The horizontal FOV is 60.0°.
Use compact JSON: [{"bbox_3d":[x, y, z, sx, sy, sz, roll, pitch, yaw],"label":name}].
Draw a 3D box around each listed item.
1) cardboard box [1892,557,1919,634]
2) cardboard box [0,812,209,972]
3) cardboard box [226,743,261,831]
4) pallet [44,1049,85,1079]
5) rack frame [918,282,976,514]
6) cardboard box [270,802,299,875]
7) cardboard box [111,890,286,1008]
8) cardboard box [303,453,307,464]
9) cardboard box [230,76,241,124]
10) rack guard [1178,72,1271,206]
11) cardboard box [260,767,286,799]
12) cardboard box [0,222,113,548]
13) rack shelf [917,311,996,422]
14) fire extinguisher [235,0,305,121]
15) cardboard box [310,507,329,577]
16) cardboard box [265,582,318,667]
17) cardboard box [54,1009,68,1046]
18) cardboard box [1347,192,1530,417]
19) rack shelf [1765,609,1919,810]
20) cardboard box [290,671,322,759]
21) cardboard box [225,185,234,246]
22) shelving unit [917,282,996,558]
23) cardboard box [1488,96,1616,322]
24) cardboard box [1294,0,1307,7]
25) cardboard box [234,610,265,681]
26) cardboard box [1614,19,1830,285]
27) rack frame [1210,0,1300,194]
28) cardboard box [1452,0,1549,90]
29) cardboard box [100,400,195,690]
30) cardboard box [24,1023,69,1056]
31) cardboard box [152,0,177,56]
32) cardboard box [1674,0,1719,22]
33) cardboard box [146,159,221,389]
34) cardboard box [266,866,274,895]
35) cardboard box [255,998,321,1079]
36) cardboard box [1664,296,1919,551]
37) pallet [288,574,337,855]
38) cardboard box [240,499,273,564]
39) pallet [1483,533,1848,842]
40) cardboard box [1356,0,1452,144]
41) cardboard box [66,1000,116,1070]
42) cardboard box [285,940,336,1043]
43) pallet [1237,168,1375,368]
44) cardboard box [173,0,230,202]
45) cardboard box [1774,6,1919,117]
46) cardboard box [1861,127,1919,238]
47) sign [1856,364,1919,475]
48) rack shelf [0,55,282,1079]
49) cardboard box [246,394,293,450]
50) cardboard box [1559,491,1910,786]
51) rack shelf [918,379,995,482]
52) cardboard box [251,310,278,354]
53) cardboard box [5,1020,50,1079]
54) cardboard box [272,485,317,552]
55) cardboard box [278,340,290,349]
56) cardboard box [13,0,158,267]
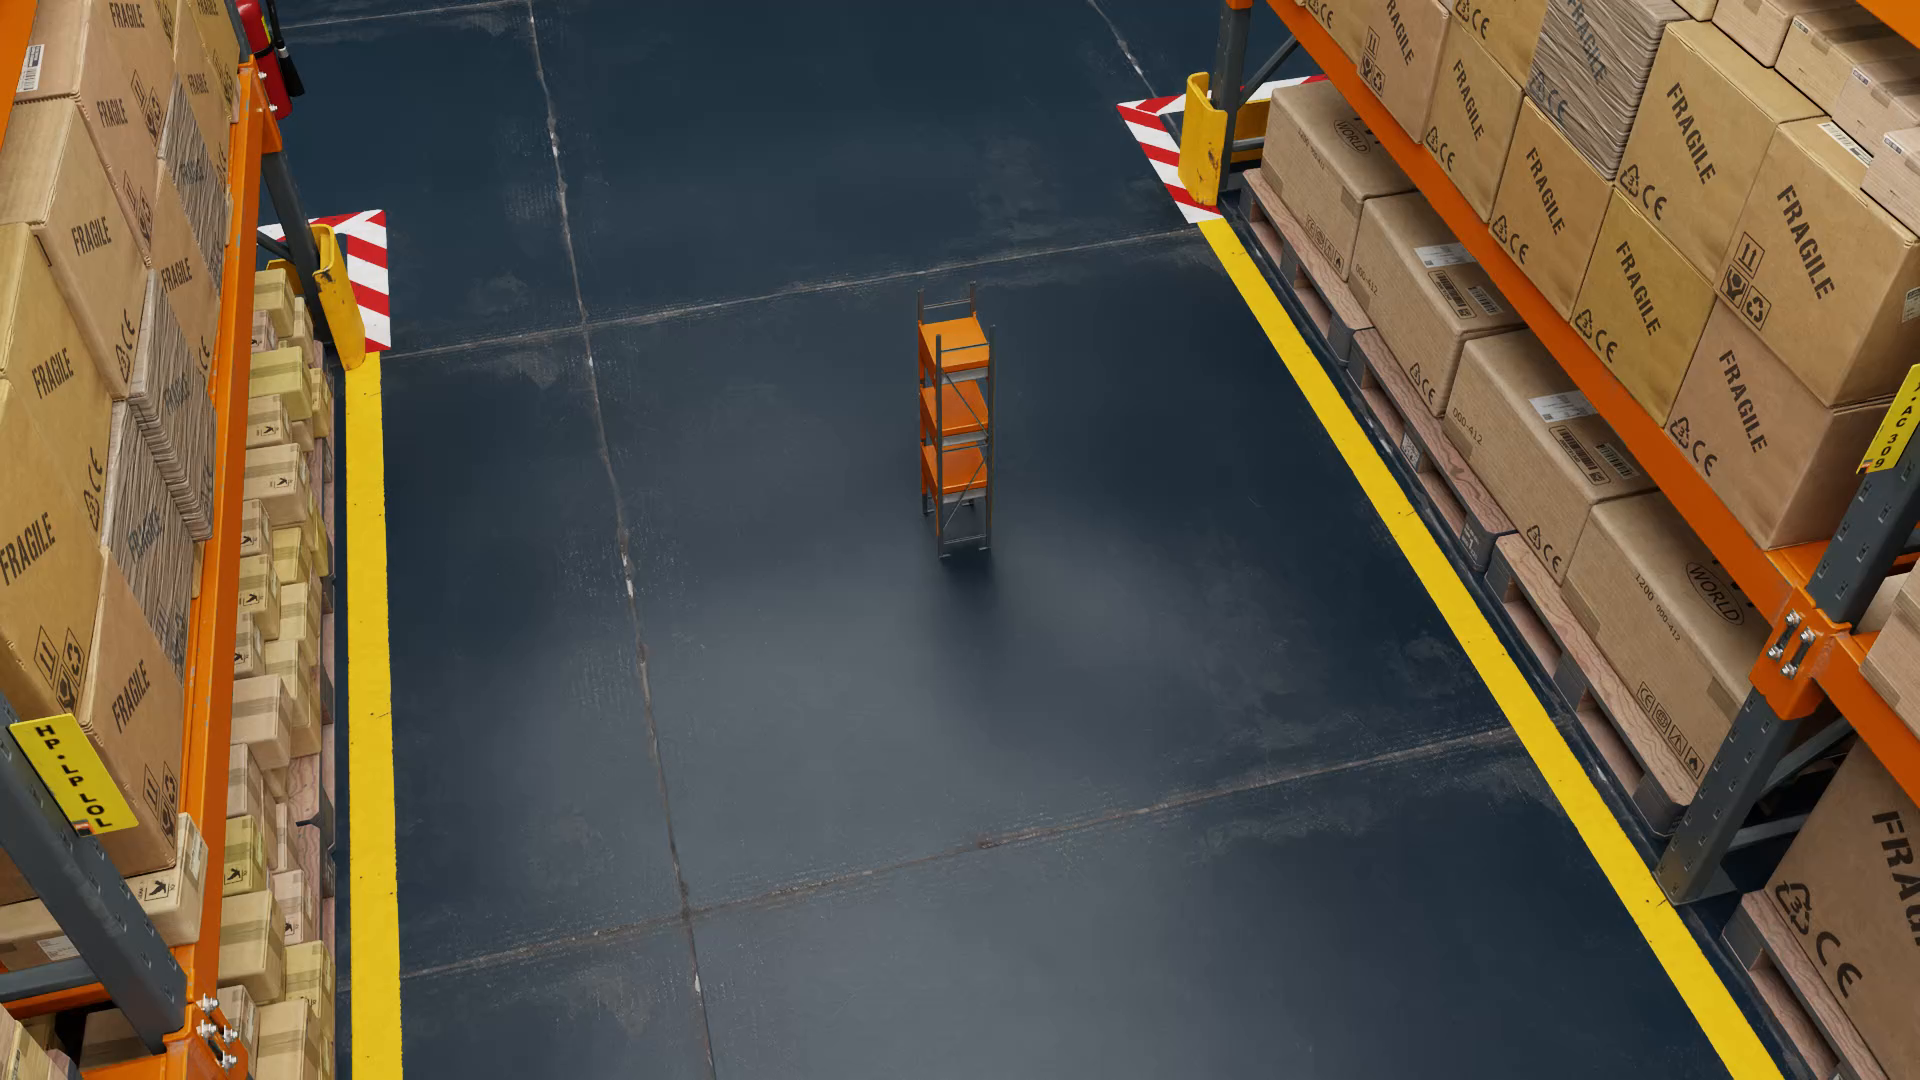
[{"bbox_3d":[2.507,0.185,3.723,0.500,0.250,0.500,-12,47,-11],"label":"cardboard box"},{"bbox_3d":[-1.848,0.760,3.581,0.380,0.149,0.250,-9,46,-9],"label":"cardboard box"},{"bbox_3d":[-2.194,0.752,4.699,0.380,0.149,0.250,-12,47,-11],"label":"cardboard box"},{"bbox_3d":[-2.037,1.549,2.766,1.003,0.211,1.213,-11,47,-10],"label":"pallet"},{"bbox_3d":[-0.045,-0.489,5.994,0.200,1.050,0.008,-11,47,-10],"label":"rack frame"},{"bbox_3d":[-2.170,0.956,4.915,0.380,0.149,0.250,-12,47,-11],"label":"cardboard box"},{"bbox_3d":[-1.993,1.093,4.364,0.380,0.149,0.250,-9,46,-8],"label":"cardboard box"},{"bbox_3d":[-2.631,-0.301,6.147,0.380,0.149,0.250,-11,47,-11],"label":"cardboard box"},{"bbox_3d":[-2.759,-1.573,5.867,0.380,0.149,0.250,-11,47,-10],"label":"cardboard box"},{"bbox_3d":[1.637,-1.951,7.812,1.175,0.500,0.348,-11,47,-10],"label":"rack guard"},{"bbox_3d":[-2.238,0.664,4.993,0.380,0.149,0.250,-9,46,-8],"label":"cardboard box"},{"bbox_3d":[-2.119,-0.273,3.439,0.500,0.500,0.500,-12,47,-12],"label":"cardboard box"},{"bbox_3d":[-0.014,-0.596,5.716,0.215,0.259,0.240,-11,47,-10],"label":"rack shelf"},{"bbox_3d":[-2.734,-1.935,6.361,0.296,0.674,0.183,-11,47,-10],"label":"fire extinguisher"},{"bbox_3d":[-2.430,0.032,5.821,0.380,0.149,0.250,-13,47,-12],"label":"cardboard box"},{"bbox_3d":[-2.280,0.304,5.346,0.380,0.149,0.250,-10,46,-10],"label":"cardboard box"},{"bbox_3d":[-2.561,1.330,4.340,0.380,0.149,0.250,-13,47,-12],"label":"cardboard box"},{"bbox_3d":[2.151,-0.992,6.622,0.875,0.438,0.875,-10,46,-9],"label":"cardboard box"},{"bbox_3d":[3.179,1.585,3.100,1.077,0.370,4.000,-11,47,-10],"label":"rack shelf"},{"bbox_3d":[-2.246,0.580,5.284,0.380,0.149,0.250,-12,47,-11],"label":"cardboard box"},{"bbox_3d":[-2.565,-1.052,5.357,0.380,0.149,0.250,-10,46,-9],"label":"cardboard box"},{"bbox_3d":[-0.014,-0.404,5.911,0.215,1.050,0.252,-11,47,-10],"label":"shelving unit"},{"bbox_3d":[2.022,-1.055,5.113,0.500,0.500,0.500,-11,47,-11],"label":"cardboard box"},{"bbox_3d":[1.489,-2.460,6.491,0.500,0.500,0.500,-11,47,-11],"label":"cardboard box"},{"bbox_3d":[-2.330,0.388,5.055,0.380,0.149,0.250,-12,47,-12],"label":"cardboard box"},{"bbox_3d":[2.158,-1.060,4.418,0.500,0.500,0.500,-11,47,-11],"label":"cardboard box"},{"bbox_3d":[1.643,-2.809,6.903,1.000,3.000,0.127,-11,47,-10],"label":"rack frame"},{"bbox_3d":[1.898,-1.757,5.102,0.500,0.500,0.500,-11,47,-10],"label":"cardboard box"},{"bbox_3d":[-2.109,0.060,3.813,0.500,0.500,0.500,-11,47,-10],"label":"cardboard box"},{"bbox_3d":[-2.435,1.372,4.091,0.380,0.149,0.250,-9,46,-9],"label":"cardboard box"},{"bbox_3d":[-2.629,-1.703,4.841,0.500,0.500,0.500,-12,47,-12],"label":"cardboard box"},{"bbox_3d":[2.083,-1.528,4.423,0.380,0.149,0.250,-11,47,-11],"label":"cardboard box"},{"bbox_3d":[-2.368,-0.659,4.518,0.500,0.500,0.500,-9,46,-8],"label":"cardboard box"},{"bbox_3d":[-2.124,1.045,4.619,0.380,0.149,0.250,-11,47,-11],"label":"cardboard box"},{"bbox_3d":[-1.875,1.365,4.306,0.380,0.149,0.250,-9,46,-8],"label":"cardboard box"},{"bbox_3d":[2.302,-0.356,4.429,0.500,0.500,0.500,-10,46,-10],"label":"cardboard box"},{"bbox_3d":[-2.614,0.602,5.512,1.003,0.211,1.213,-11,47,-10],"label":"pallet"},{"bbox_3d":[-2.450,0.035,5.401,0.380,0.149,0.250,-12,47,-12],"label":"cardboard box"},{"bbox_3d":[2.548,0.389,5.721,1.003,0.211,1.213,-11,47,-10],"label":"pallet"},{"bbox_3d":[1.758,-1.762,5.806,0.500,0.500,0.500,-11,47,-11],"label":"cardboard box"},{"bbox_3d":[-2.507,1.375,4.504,0.380,0.149,0.250,-10,46,-9],"label":"cardboard box"},{"bbox_3d":[-1.943,1.284,4.593,0.380,0.149,0.250,-9,46,-9],"label":"cardboard box"},{"bbox_3d":[1.924,-1.295,7.372,1.003,0.211,1.213,-11,47,-10],"label":"pallet"},{"bbox_3d":[-2.625,-1.354,5.198,0.500,0.500,0.500,-11,47,-11],"label":"cardboard box"},{"bbox_3d":[2.264,-1.190,4.092,0.380,0.149,0.250,-11,47,-10],"label":"cardboard box"},{"bbox_3d":[2.281,-0.814,3.723,0.380,0.149,0.250,-12,47,-11],"label":"cardboard box"},{"bbox_3d":[2.131,-0.276,3.758,0.100,0.325,0.005,-11,47,-10],"label":"sign"},{"bbox_3d":[-2.604,-0.202,4.851,1.077,0.370,4.000,-11,47,-10],"label":"rack shelf"},{"bbox_3d":[-2.532,-0.343,5.771,0.380,0.149,0.250,-12,47,-12],"label":"cardboard box"},{"bbox_3d":[2.610,0.249,5.406,0.875,0.438,0.875,-11,47,-11],"label":"cardboard box"},{"bbox_3d":[-0.014,-0.397,5.919,0.215,0.259,0.240,-11,47,-10],"label":"rack shelf"},{"bbox_3d":[-2.727,-0.689,6.110,0.380,0.149,0.250,-10,46,-10],"label":"cardboard box"},{"bbox_3d":[-1.799,1.003,2.841,0.380,0.149,0.250,-9,46,-9],"label":"cardboard box"},{"bbox_3d":[-2.425,-0.062,5.704,0.380,0.149,0.250,-10,46,-10],"label":"cardboard box"},{"bbox_3d":[-2.690,-0.585,6.217,0.380,0.149,0.250,-12,47,-11],"label":"cardboard box"},{"bbox_3d":[-2.348,-0.981,4.133,0.500,0.500,0.500,-12,47,-12],"label":"cardboard box"}]
